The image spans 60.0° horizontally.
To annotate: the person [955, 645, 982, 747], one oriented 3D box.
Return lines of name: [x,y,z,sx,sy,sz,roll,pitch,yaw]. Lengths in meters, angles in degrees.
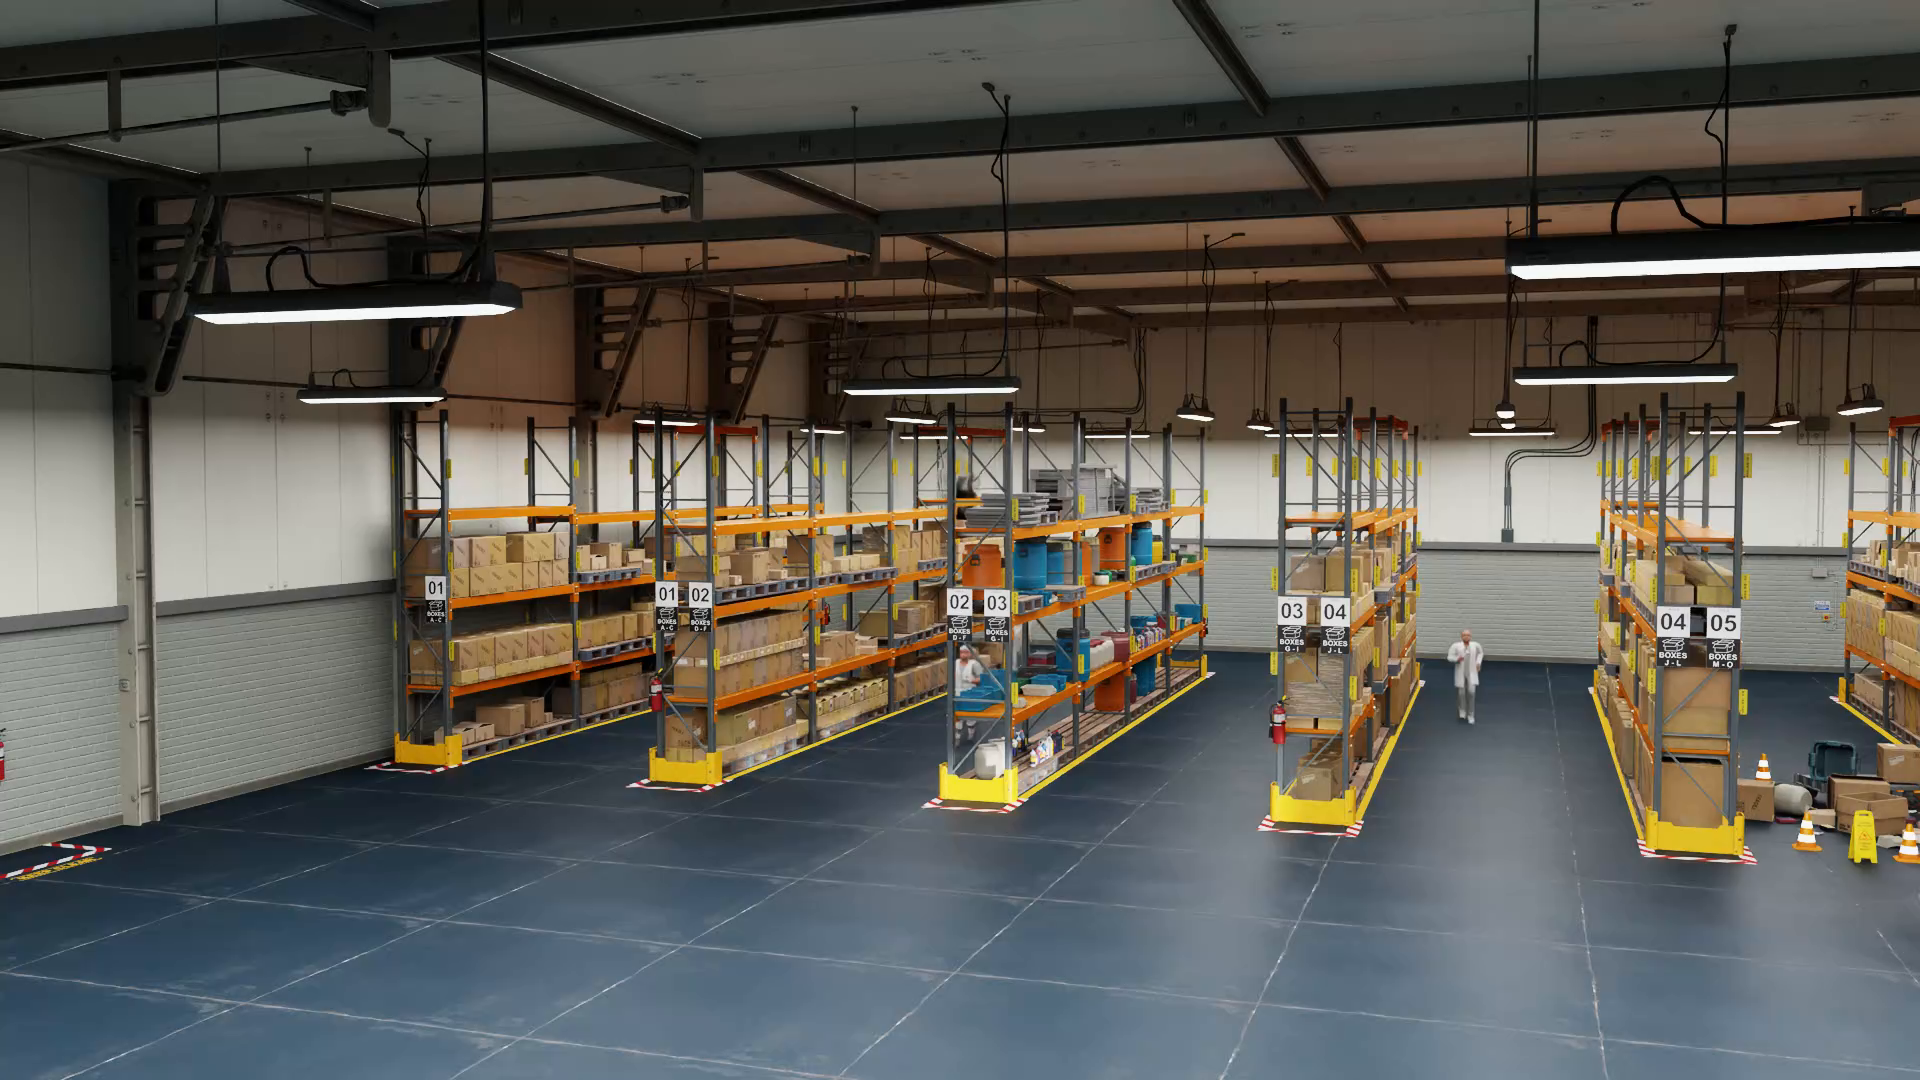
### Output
person: [0.083,2.790,30.073,0.677,1.800,0.901,1,3,12]

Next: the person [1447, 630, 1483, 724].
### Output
person: [10.003,2.678,32.907,0.701,1.808,0.986,1,3,12]

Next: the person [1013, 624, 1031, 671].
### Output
person: [1.294,2.447,36.891,0.575,1.645,0.928,1,3,13]
